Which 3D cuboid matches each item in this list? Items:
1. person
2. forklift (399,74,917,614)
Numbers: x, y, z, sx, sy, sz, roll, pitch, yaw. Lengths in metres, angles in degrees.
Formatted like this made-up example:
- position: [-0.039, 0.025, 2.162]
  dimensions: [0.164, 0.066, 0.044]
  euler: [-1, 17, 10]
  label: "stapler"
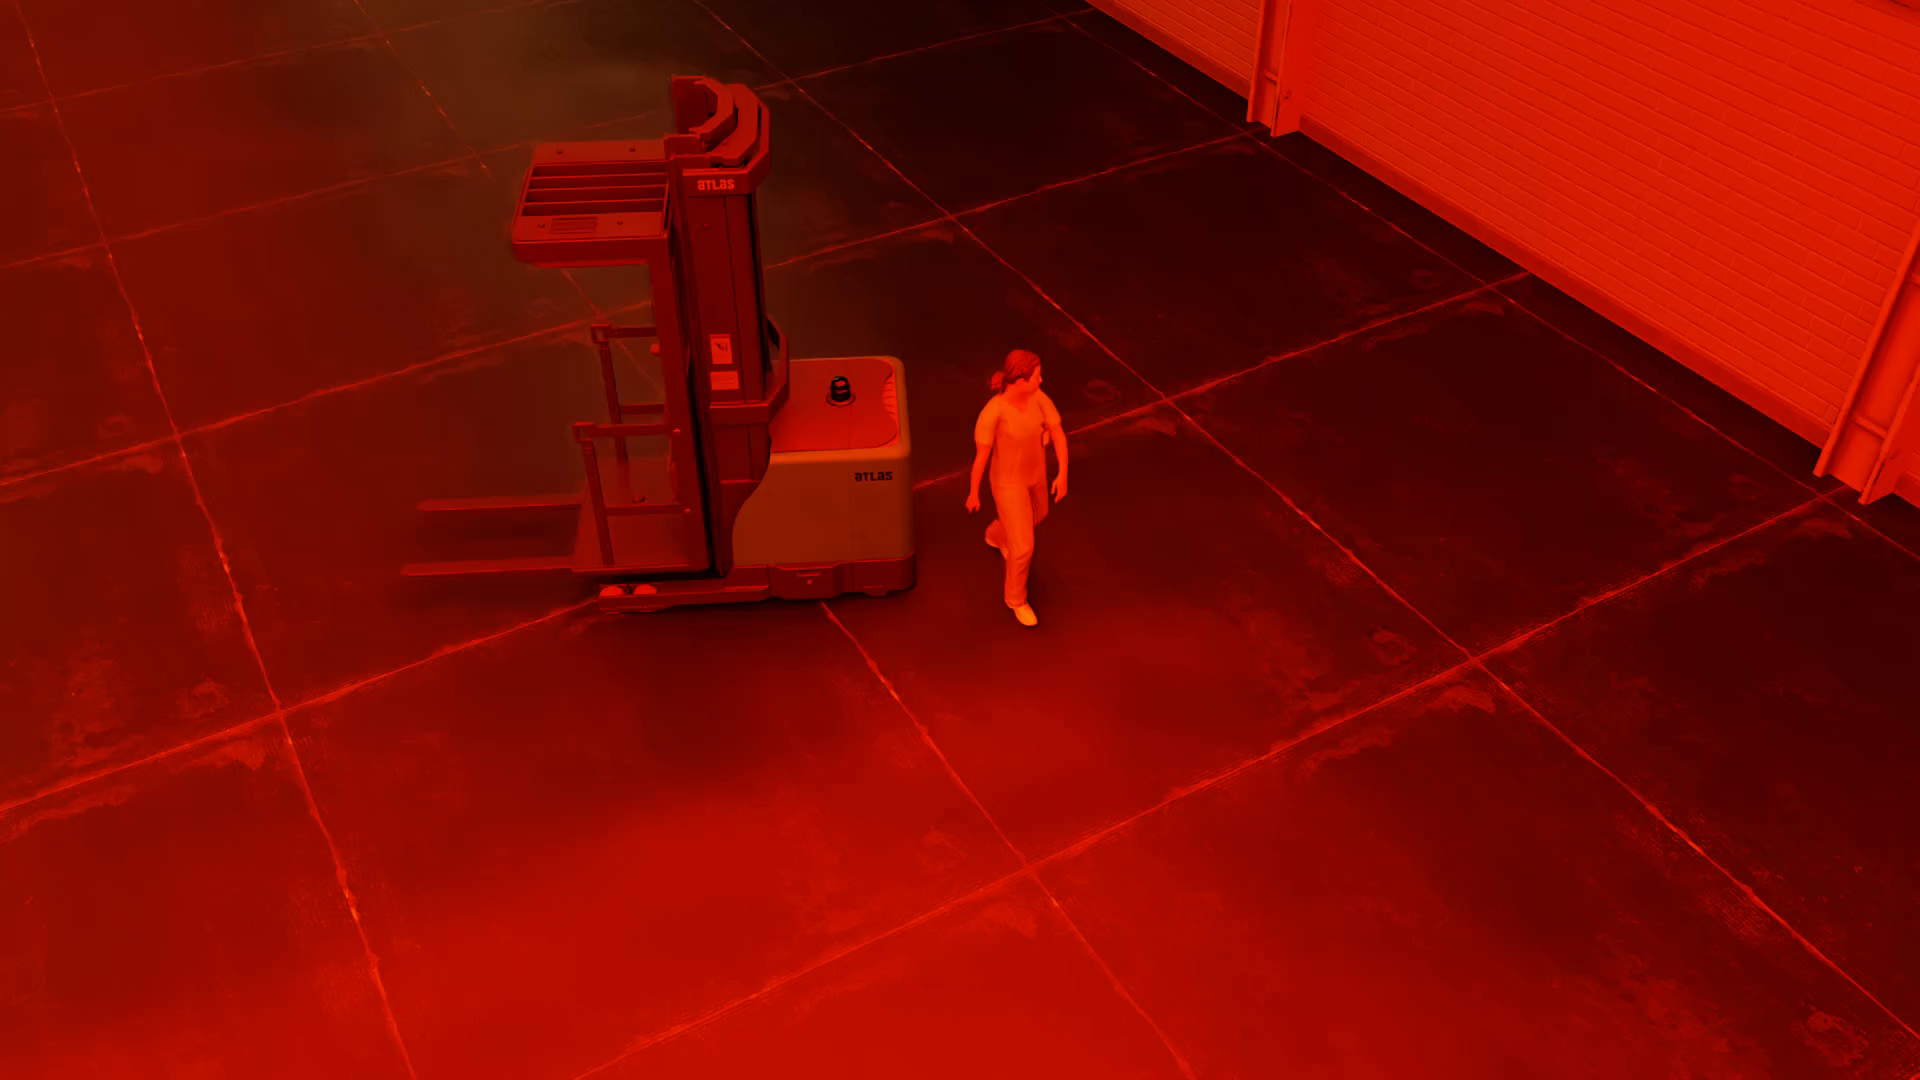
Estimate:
- position: [0.298, -0.337, 9.521]
  dimensions: [0.759, 1.559, 0.614]
  euler: [32, 49, 32]
  label: "person"
- position: [-1.801, -1.042, 9.292]
  dimensions: [3.031, 2.935, 1.130]
  euler: [-3, 40, -3]
  label: "forklift"
